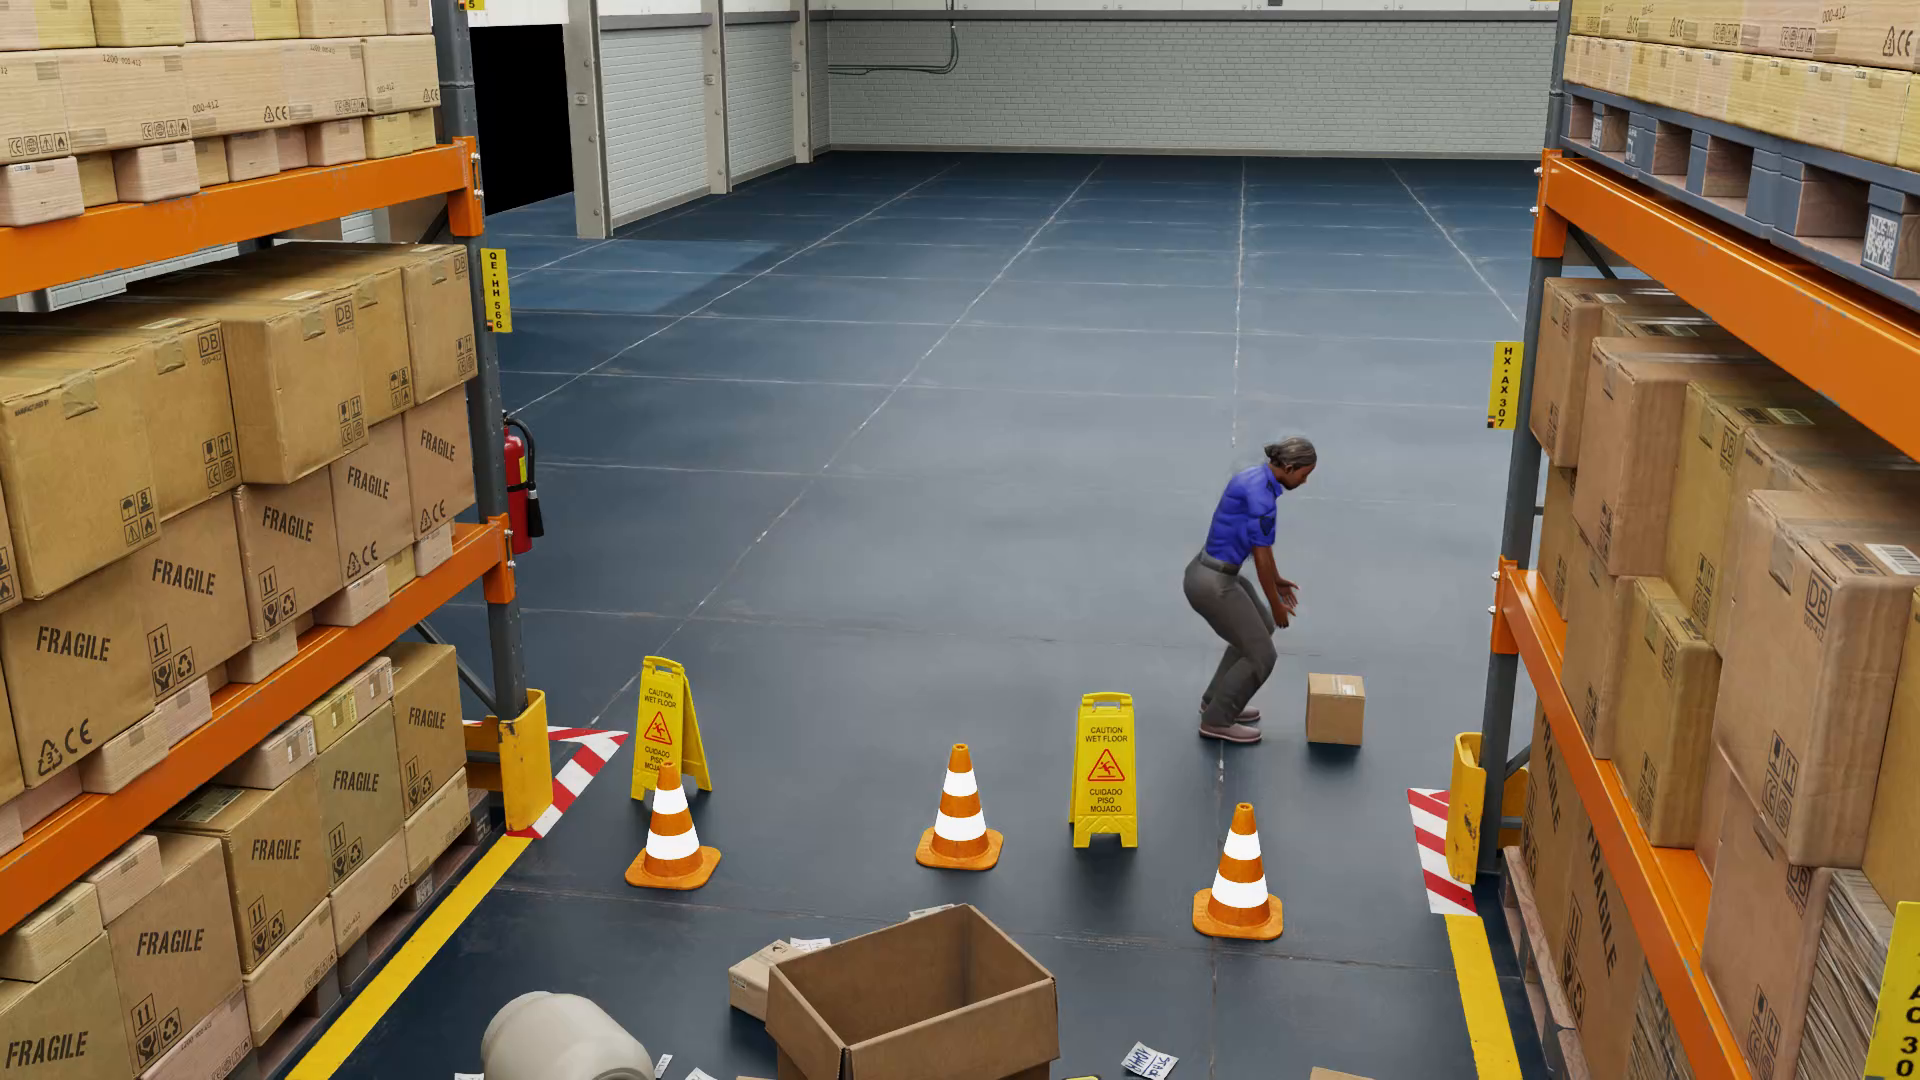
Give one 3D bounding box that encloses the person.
[{"bbox_3d":[1.336,0.210,7.788,0.577,1.441,0.492,3,18,9],"label":"person"}]
